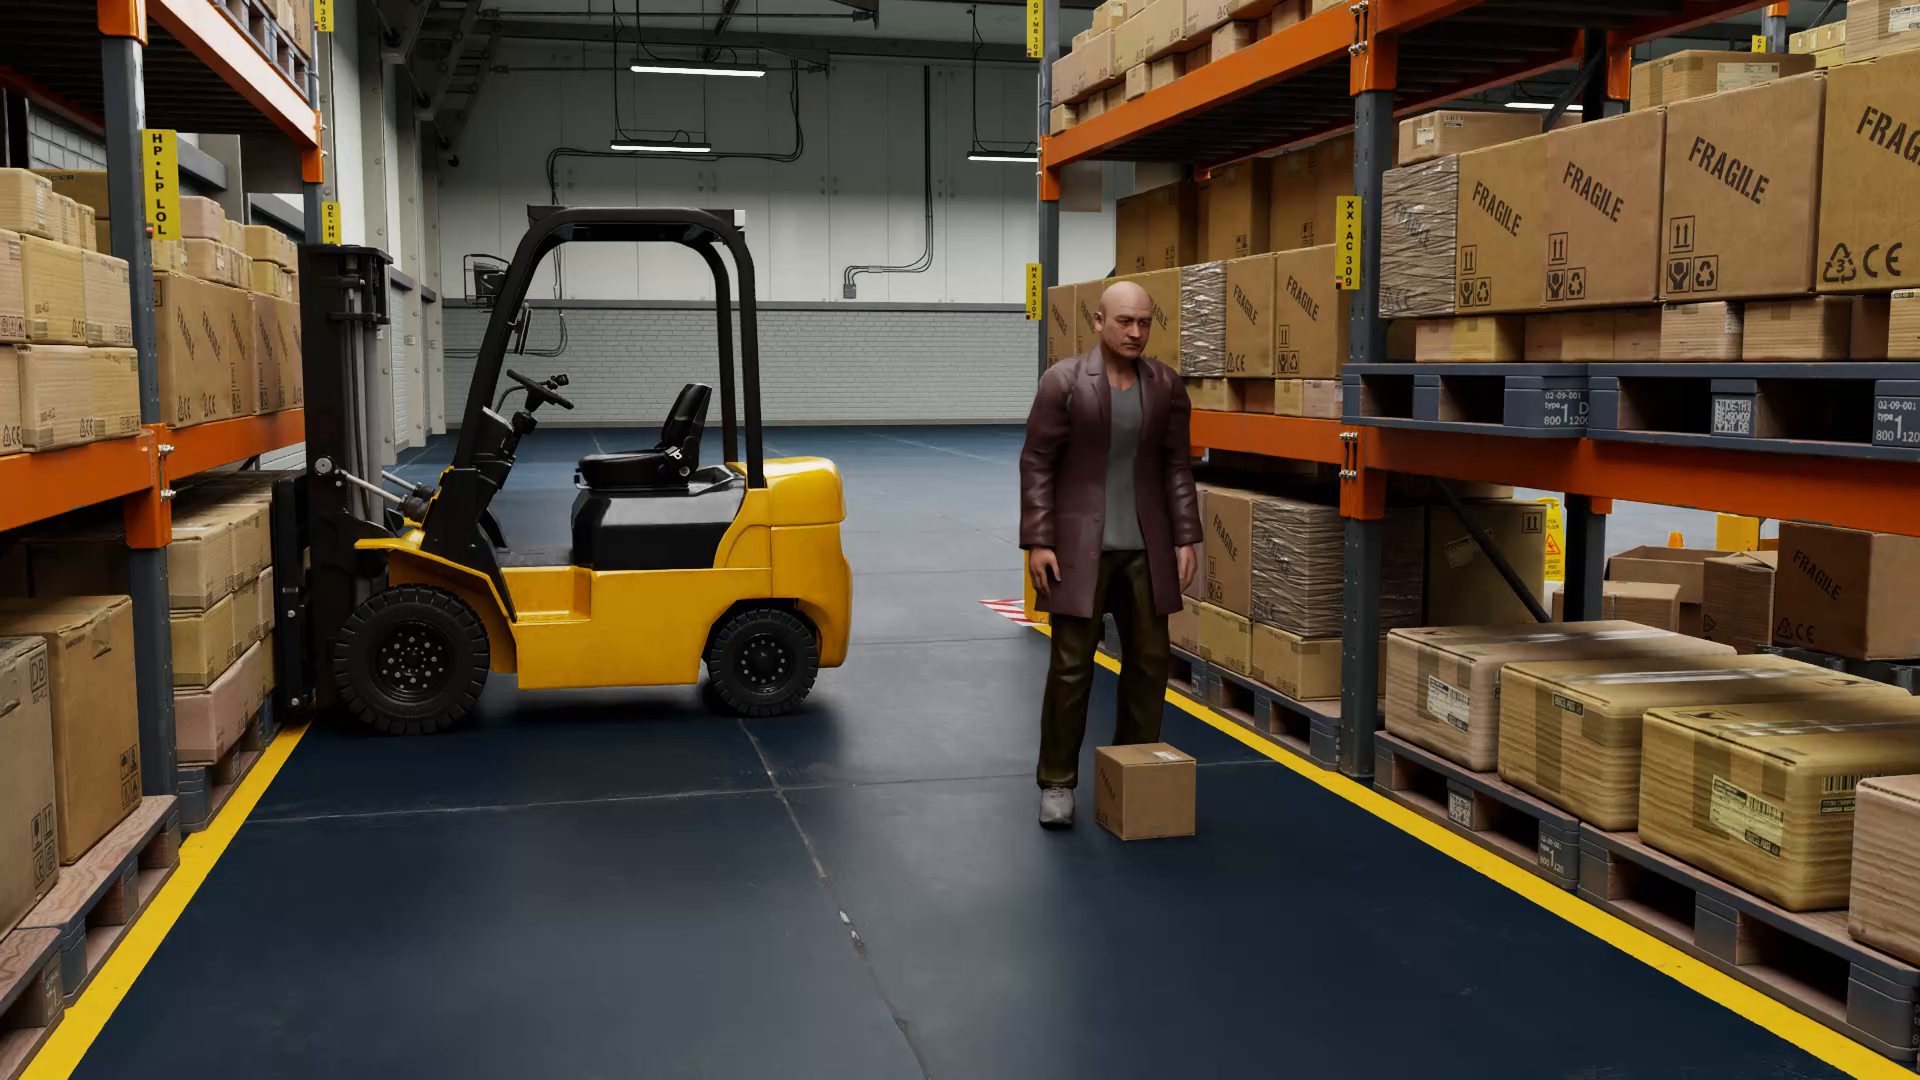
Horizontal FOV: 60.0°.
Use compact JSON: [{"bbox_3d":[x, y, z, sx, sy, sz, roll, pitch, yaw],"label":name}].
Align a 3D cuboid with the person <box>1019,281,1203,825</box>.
[{"bbox_3d":[0.507,0.034,5.552,0.644,1.774,0.423,-2,6,-15],"label":"person"}]
